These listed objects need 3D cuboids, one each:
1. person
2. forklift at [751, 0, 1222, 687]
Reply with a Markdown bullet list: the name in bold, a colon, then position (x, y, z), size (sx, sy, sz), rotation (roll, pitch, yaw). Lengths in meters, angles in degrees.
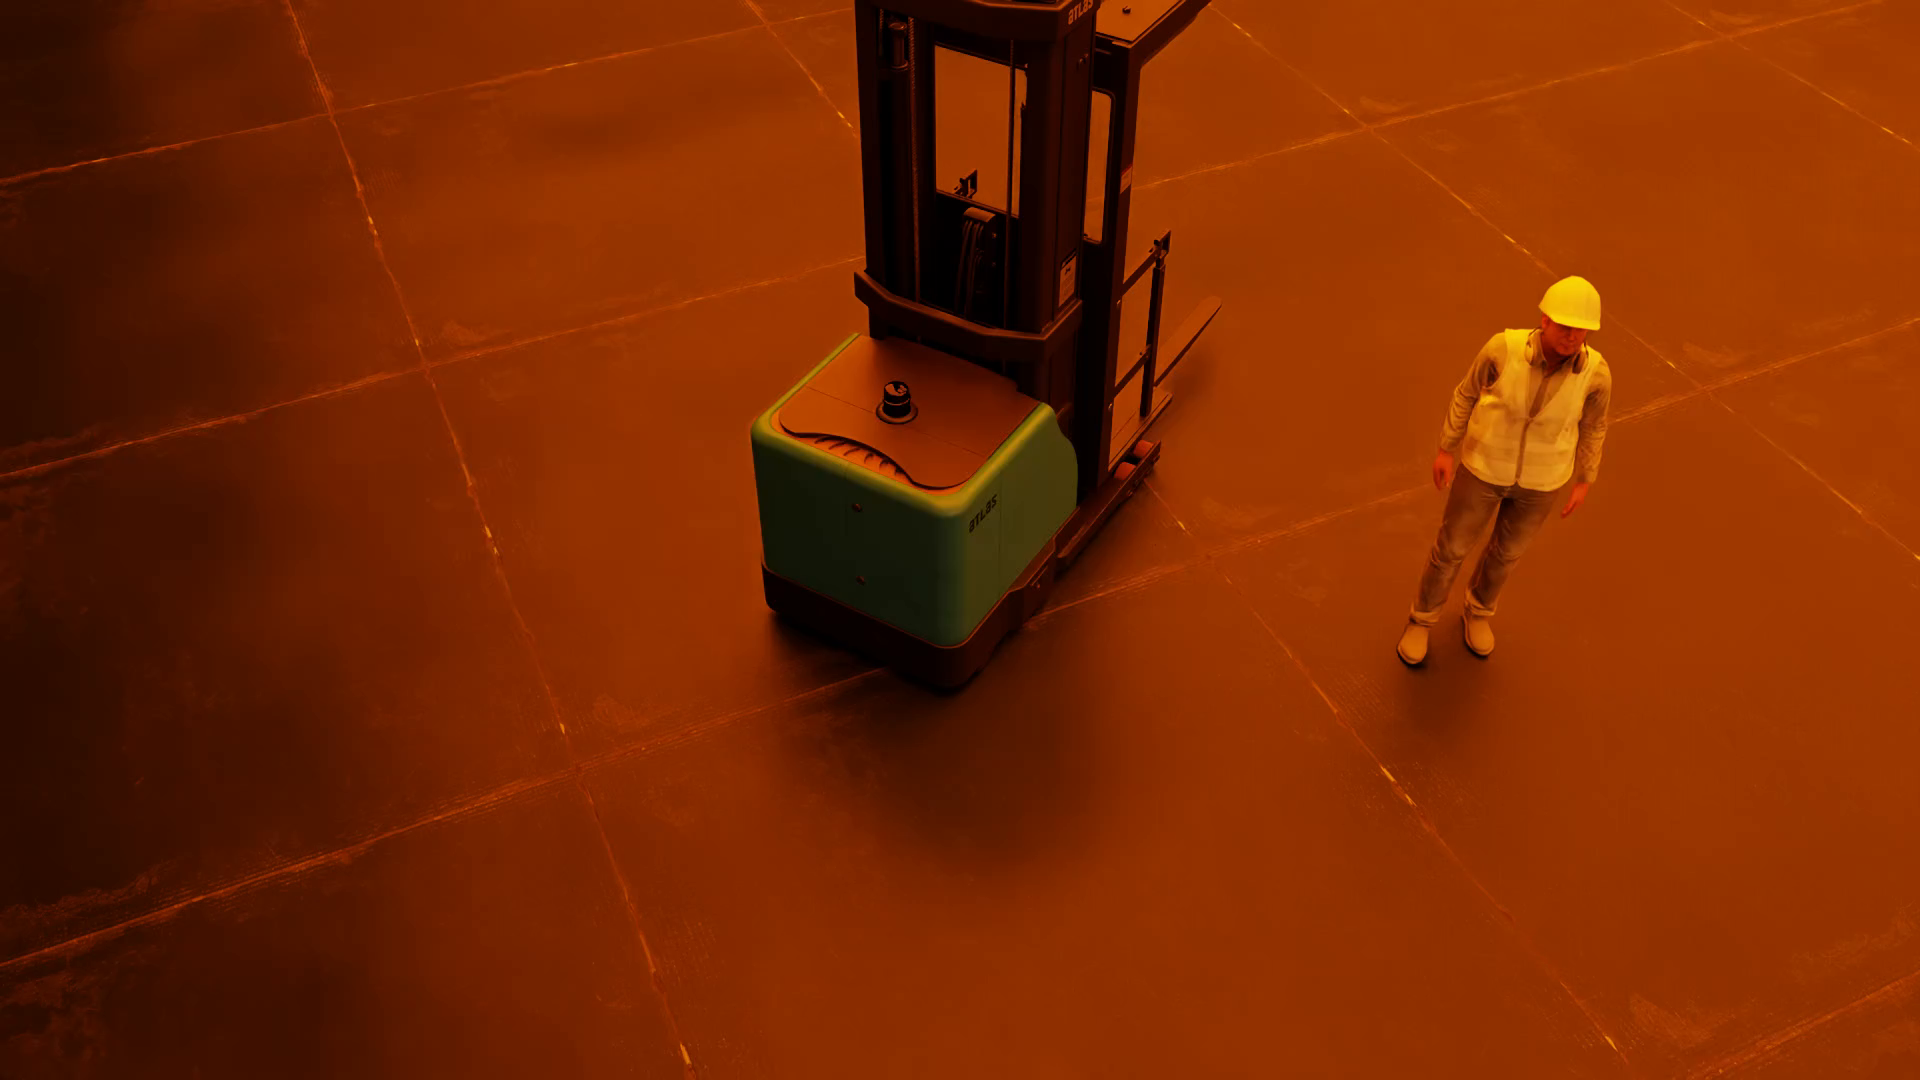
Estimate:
- **person**: position (2.257, -0.244, 6.782), size (0.636, 1.777, 0.567), rotation (9, 44, 10)
- **forklift**: position (0.326, -1.435, 7.218), size (1.130, 2.935, 3.031), rotation (23, 48, 22)
